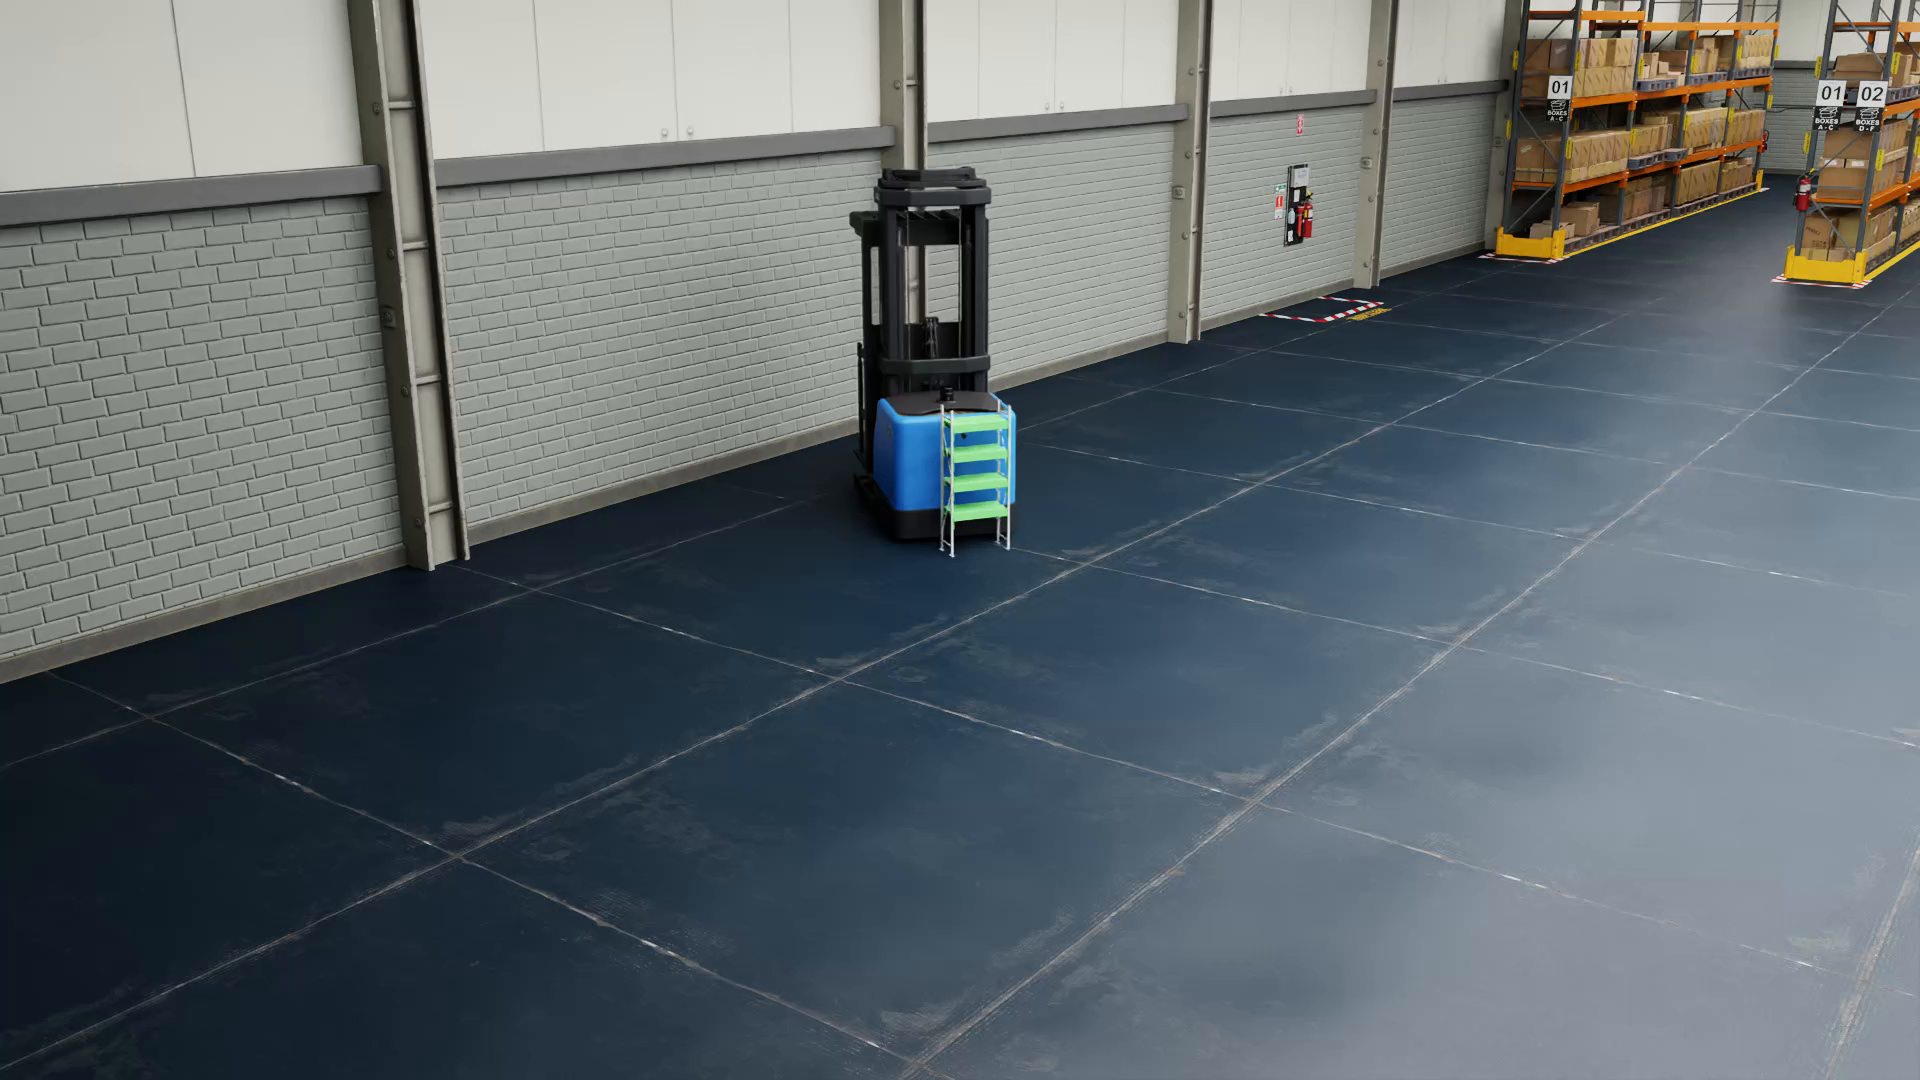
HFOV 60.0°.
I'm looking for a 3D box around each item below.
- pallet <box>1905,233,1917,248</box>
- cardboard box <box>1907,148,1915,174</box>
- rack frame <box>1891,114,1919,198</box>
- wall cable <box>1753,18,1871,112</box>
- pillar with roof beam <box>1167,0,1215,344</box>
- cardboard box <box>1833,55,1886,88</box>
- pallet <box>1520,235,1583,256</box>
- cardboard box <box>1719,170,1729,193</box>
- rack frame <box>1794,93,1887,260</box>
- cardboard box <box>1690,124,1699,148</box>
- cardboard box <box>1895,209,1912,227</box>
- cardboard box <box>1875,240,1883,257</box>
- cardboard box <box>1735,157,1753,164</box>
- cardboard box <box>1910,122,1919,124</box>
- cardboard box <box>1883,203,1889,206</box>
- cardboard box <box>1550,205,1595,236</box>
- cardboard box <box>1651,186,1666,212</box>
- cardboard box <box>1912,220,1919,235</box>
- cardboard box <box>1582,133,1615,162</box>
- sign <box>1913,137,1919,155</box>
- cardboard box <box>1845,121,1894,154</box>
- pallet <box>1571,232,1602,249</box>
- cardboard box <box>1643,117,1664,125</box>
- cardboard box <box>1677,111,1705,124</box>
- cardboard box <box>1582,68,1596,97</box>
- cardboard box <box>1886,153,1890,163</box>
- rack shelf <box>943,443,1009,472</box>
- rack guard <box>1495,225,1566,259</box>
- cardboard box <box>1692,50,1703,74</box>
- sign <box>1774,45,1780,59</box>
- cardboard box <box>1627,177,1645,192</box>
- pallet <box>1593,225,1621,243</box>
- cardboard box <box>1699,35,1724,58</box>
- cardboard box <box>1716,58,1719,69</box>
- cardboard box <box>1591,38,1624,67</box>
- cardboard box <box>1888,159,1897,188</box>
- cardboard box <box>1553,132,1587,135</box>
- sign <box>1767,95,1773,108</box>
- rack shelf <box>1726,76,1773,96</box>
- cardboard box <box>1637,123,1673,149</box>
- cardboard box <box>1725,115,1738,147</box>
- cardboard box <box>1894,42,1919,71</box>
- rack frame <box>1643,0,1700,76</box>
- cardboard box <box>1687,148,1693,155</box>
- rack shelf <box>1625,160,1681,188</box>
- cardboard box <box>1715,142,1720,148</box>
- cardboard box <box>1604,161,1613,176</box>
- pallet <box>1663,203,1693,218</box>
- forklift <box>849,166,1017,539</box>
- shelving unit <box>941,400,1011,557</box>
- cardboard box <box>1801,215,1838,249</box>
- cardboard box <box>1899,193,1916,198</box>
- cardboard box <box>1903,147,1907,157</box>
[{"bbox_3d":[17.931,-5.882,32.327,1.003,0.211,1.213,12,21,35],"label":"pallet"},{"bbox_3d":[17.880,-7.212,31.740,0.500,0.500,0.500,12,21,35],"label":"cardboard box"},{"bbox_3d":[19.180,-7.692,33.455,1.000,3.000,0.127,12,21,35],"label":"rack frame"},{"bbox_3d":[23.623,-13.138,46.112,3.097,2.526,0.112,12,21,35],"label":"wall cable"},{"bbox_3d":[6.463,-6.227,18.621,9.100,9.000,0.400,12,21,35],"label":"pillar with roof beam"},{"bbox_3d":[14.759,-7.672,27.214,0.797,0.503,0.637,14,22,38],"label":"cardboard box"},{"bbox_3d":[10.991,-5.534,31.210,1.003,0.211,1.213,12,21,35],"label":"pallet"},{"bbox_3d":[18.111,-8.686,40.162,0.700,0.500,0.500,13,21,35],"label":"cardboard box"},{"bbox_3d":[14.413,-5.786,27.319,1.000,3.000,0.127,12,21,35],"label":"rack frame"},{"bbox_3d":[16.014,-8.959,36.832,0.500,0.500,0.500,13,22,36],"label":"cardboard box"},{"bbox_3d":[17.546,-6.067,31.205,0.500,0.311,0.500,12,21,34],"label":"cardboard box"},{"bbox_3d":[15.807,-5.119,29.099,0.500,0.250,0.500,12,21,35],"label":"cardboard box"},{"bbox_3d":[19.699,-9.541,41.823,0.380,0.149,0.250,12,21,34],"label":"cardboard box"},{"bbox_3d":[21.102,-8.819,36.210,0.700,0.500,0.500,5,18,16],"label":"cardboard box"},{"bbox_3d":[17.714,-6.404,32.290,0.500,0.311,0.500,12,21,34],"label":"cardboard box"},{"bbox_3d":[11.734,-6.128,31.891,0.700,0.500,0.500,11,20,31],"label":"cardboard box"},{"bbox_3d":[14.812,-7.402,35.994,0.700,0.500,0.500,13,21,35],"label":"cardboard box"},{"bbox_3d":[18.152,-6.045,32.081,0.500,0.250,0.500,13,21,36],"label":"cardboard box"},{"bbox_3d":[12.181,-7.504,31.806,0.500,0.500,0.500,12,21,33],"label":"cardboard box"},{"bbox_3d":[17.243,-7.093,29.932,0.100,0.325,0.005,12,21,35],"label":"sign"},{"bbox_3d":[15.640,-6.941,28.681,0.700,0.500,0.500,12,21,35],"label":"cardboard box"},{"bbox_3d":[11.718,-5.824,32.141,1.003,0.211,1.213,12,21,35],"label":"pallet"},{"bbox_3d":[14.838,-8.967,35.558,0.380,0.149,0.250,9,19,26],"label":"cardboard box"},{"bbox_3d":[16.292,-9.434,37.098,0.500,0.250,0.500,13,21,35],"label":"cardboard box"},{"bbox_3d":[11.182,-8.308,30.178,0.500,0.500,0.500,14,22,38],"label":"cardboard box"},{"bbox_3d":[15.737,-6.565,28.565,0.380,0.149,0.250,13,21,35],"label":"cardboard box"},{"bbox_3d":[0.124,-0.662,13.257,0.480,0.148,0.258,-7,18,-20],"label":"rack shelf"},{"bbox_3d":[10.478,-5.485,30.564,1.175,0.500,0.348,12,21,35],"label":"rack guard"},{"bbox_3d":[16.056,-10.647,37.004,0.700,0.500,0.500,14,22,37],"label":"cardboard box"},{"bbox_3d":[20.394,-12.190,41.523,0.100,0.325,0.005,12,21,35],"label":"sign"},{"bbox_3d":[14.120,-7.512,35.084,0.500,0.250,0.500,12,21,34],"label":"cardboard box"},{"bbox_3d":[12.444,-6.116,33.081,1.003,0.211,1.213,12,21,35],"label":"pallet"},{"bbox_3d":[17.812,-11.694,39.396,0.500,0.500,0.500,12,21,34],"label":"cardboard box"},{"bbox_3d":[17.802,-11.333,39.497,0.500,0.250,0.500,13,21,35],"label":"cardboard box"},{"bbox_3d":[12.115,-9.155,31.221,0.500,0.500,0.500,12,21,33],"label":"cardboard box"},{"bbox_3d":[16.228,-6.553,29.620,0.700,0.500,0.500,12,21,34],"label":"cardboard box"},{"bbox_3d":[11.756,-7.594,32.096,0.500,0.500,0.500,13,22,36],"label":"cardboard box"},{"bbox_3d":[20.394,-11.039,41.880,0.100,0.325,0.005,12,21,35],"label":"sign"},{"bbox_3d":[18.775,-11.084,40.534,1.077,0.370,4.000,12,21,35],"label":"rack shelf"},{"bbox_3d":[14.928,-8.710,35.825,0.700,0.500,0.500,10,20,28],"label":"cardboard box"},{"bbox_3d":[17.919,-9.789,39.701,0.980,0.700,0.700,13,21,36],"label":"cardboard box"},{"bbox_3d":[17.196,-8.799,30.241,0.500,0.500,0.500,13,21,35],"label":"cardboard box"},{"bbox_3d":[15.200,-11.431,35.381,1.000,3.000,0.127,12,21,35],"label":"rack frame"},{"bbox_3d":[15.965,-8.600,36.770,0.380,0.149,0.250,13,22,36],"label":"cardboard box"},{"bbox_3d":[14.008,-7.746,34.844,1.077,0.370,4.000,12,21,35],"label":"rack shelf"},{"bbox_3d":[17.477,-9.214,38.746,0.380,0.149,0.250,13,21,36],"label":"cardboard box"},{"bbox_3d":[12.187,-7.145,31.914,0.500,0.250,0.500,12,21,34],"label":"cardboard box"},{"bbox_3d":[15.730,-7.409,37.246,1.003,0.211,1.213,12,21,35],"label":"pallet"},{"bbox_3d":[-0.349,-1.804,14.610,1.130,2.935,3.031,-4,18,-12],"label":"forklift"},{"bbox_3d":[0.124,-0.493,13.310,0.503,1.200,0.258,-7,18,-20],"label":"shelving unit"},{"bbox_3d":[14.494,-5.212,28.134,0.500,0.500,0.500,12,21,35],"label":"cardboard box"},{"bbox_3d":[19.549,-6.972,34.611,0.500,0.500,0.500,13,22,37],"label":"cardboard box"},{"bbox_3d":[16.807,-6.994,29.945,0.380,0.149,0.250,12,21,35],"label":"cardboard box"}]
